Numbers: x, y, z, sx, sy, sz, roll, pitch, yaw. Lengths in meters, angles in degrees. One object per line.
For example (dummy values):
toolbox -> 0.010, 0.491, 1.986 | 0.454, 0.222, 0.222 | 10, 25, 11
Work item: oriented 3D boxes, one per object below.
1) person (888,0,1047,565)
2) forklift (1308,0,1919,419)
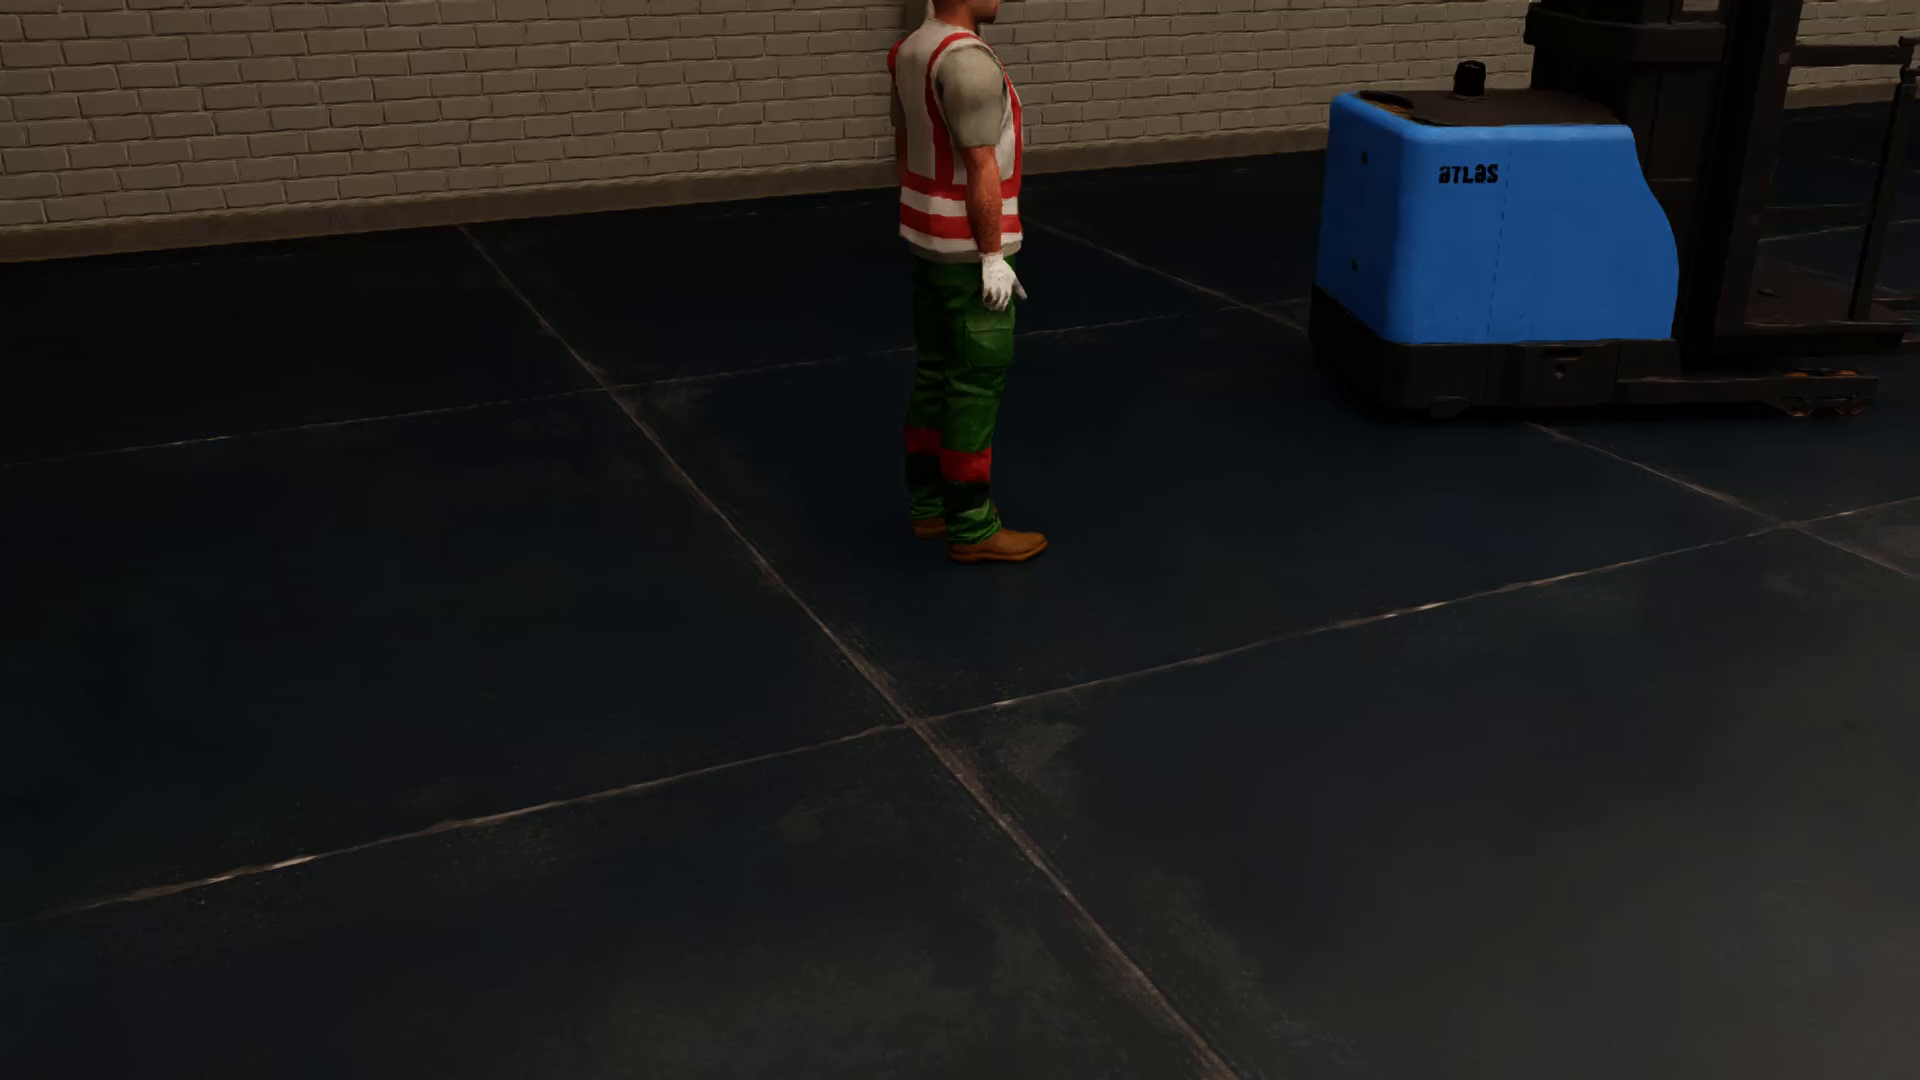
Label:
person -> 0.018, -0.831, 4.772 | 0.349, 1.795, 0.540 | -10, 25, -23
forklift -> 2.999, -2.015, 6.136 | 3.031, 2.935, 1.130 | -2, 23, -5
